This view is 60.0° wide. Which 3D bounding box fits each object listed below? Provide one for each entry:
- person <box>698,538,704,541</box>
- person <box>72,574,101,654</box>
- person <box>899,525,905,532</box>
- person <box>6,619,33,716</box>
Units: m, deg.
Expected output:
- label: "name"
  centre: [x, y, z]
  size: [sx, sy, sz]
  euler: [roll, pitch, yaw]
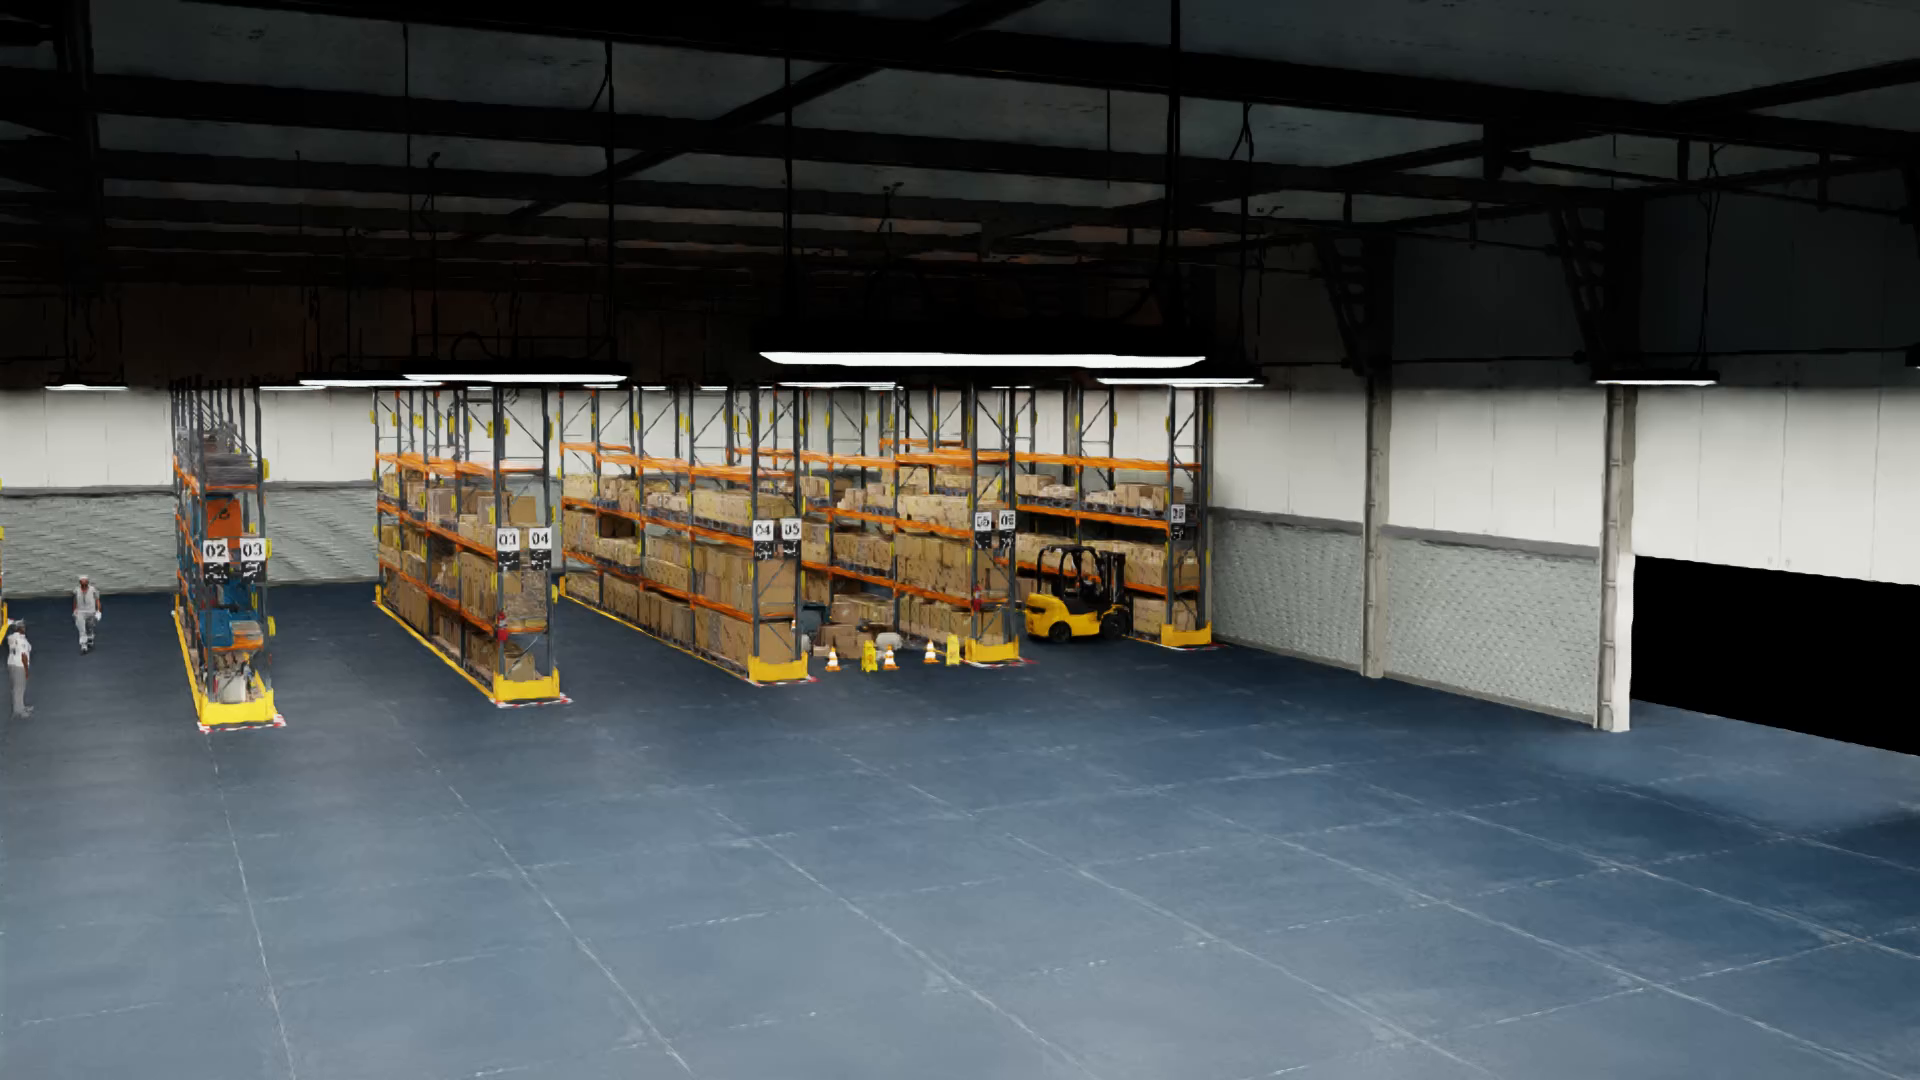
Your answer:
- label: "person"
  centre: [-7.023, 0.833, 44.840]
  size: [0.577, 1.783, 0.662]
  euler: [0, 5, 0]
- label: "person"
  centre: [-19.220, 1.603, 36.597]
  size: [0.567, 1.736, 1.044]
  euler: [-3, 6, -27]
- label: "person"
  centre: [-1.790, 0.285, 48.093]
  size: [0.428, 1.823, 0.625]
  euler: [-1, 5, -12]
- label: "person"
  centre: [-16.652, 2.251, 29.508]
  size: [0.551, 1.683, 0.440]
  euler: [4, 6, 37]
